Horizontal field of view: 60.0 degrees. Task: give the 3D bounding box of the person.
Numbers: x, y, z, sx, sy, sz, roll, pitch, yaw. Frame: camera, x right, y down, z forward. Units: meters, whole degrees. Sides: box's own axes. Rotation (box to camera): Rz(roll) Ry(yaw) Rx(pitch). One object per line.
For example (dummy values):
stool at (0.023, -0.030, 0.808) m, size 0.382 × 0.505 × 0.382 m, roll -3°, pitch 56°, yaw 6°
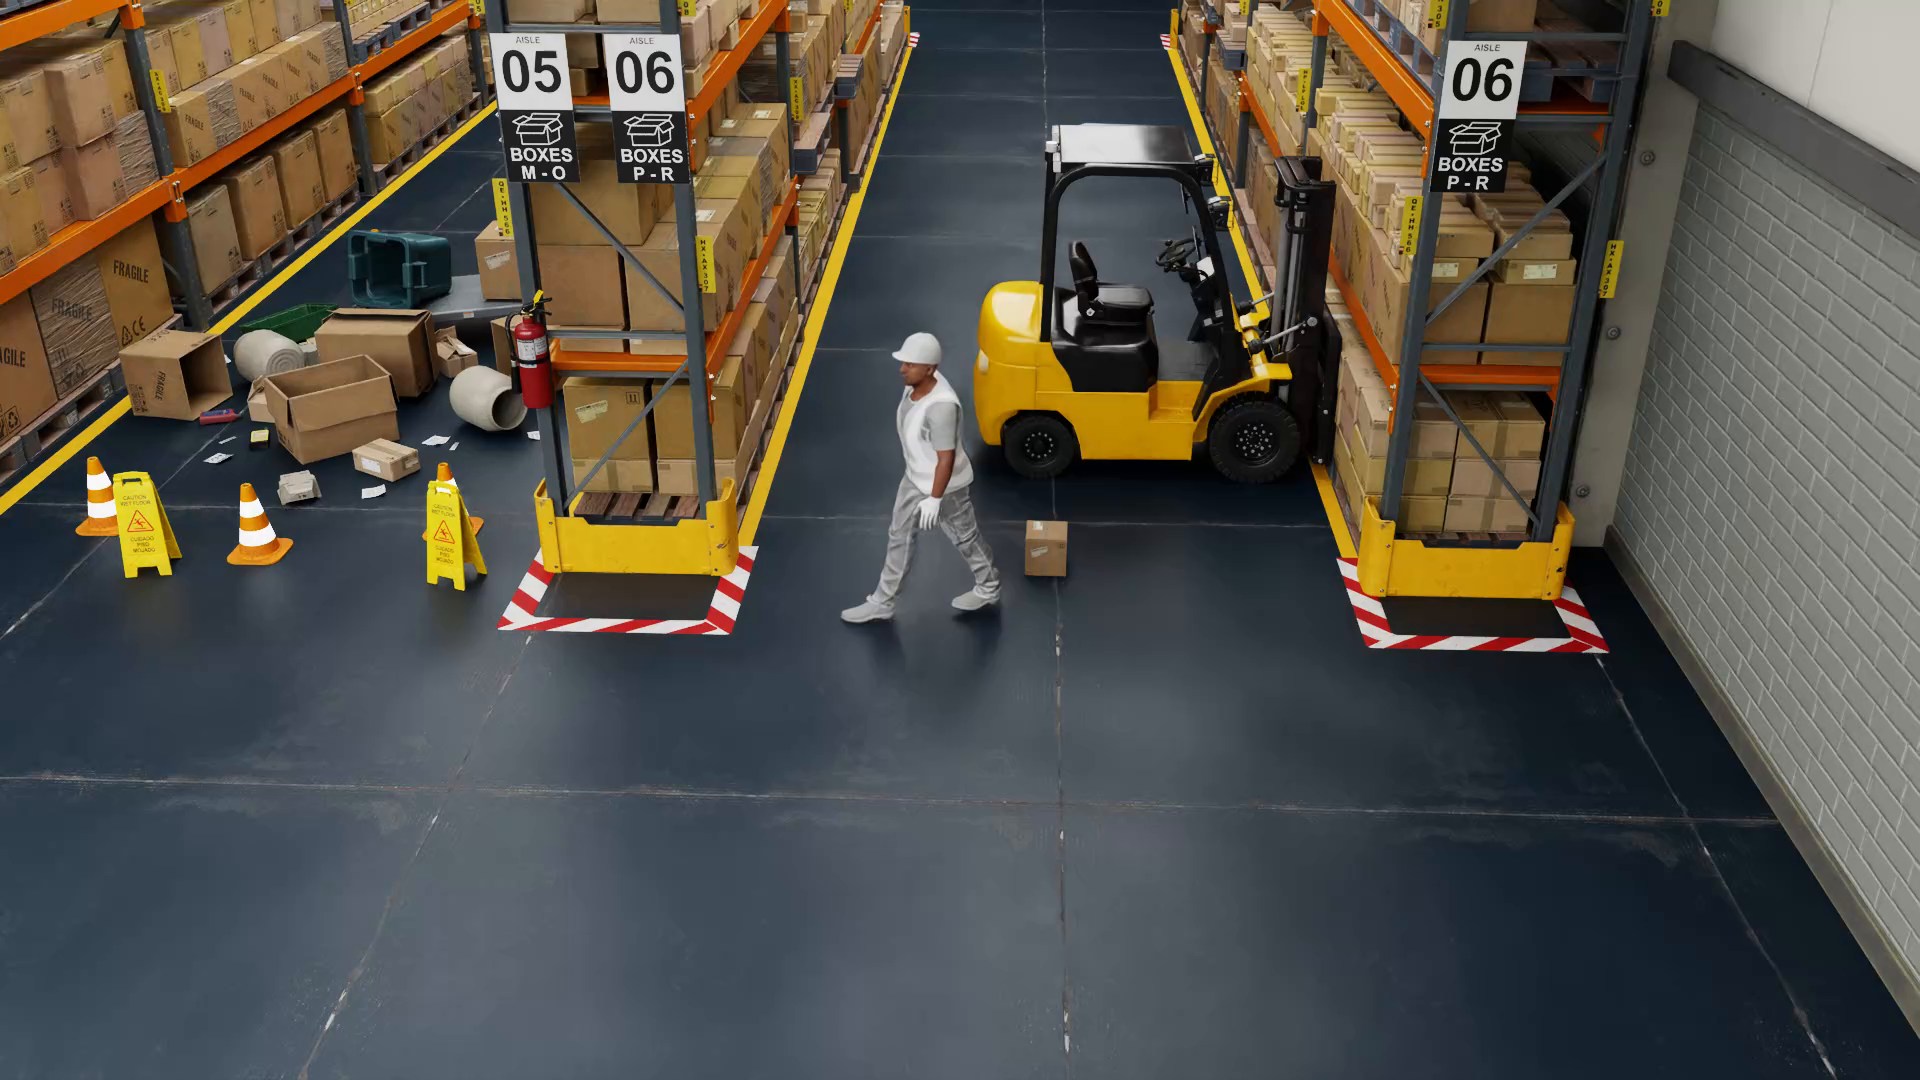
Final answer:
person at (-0.191, -0.329, 9.206) m, size 0.927 × 1.734 × 0.590 m, roll -13°, pitch 30°, yaw -23°
